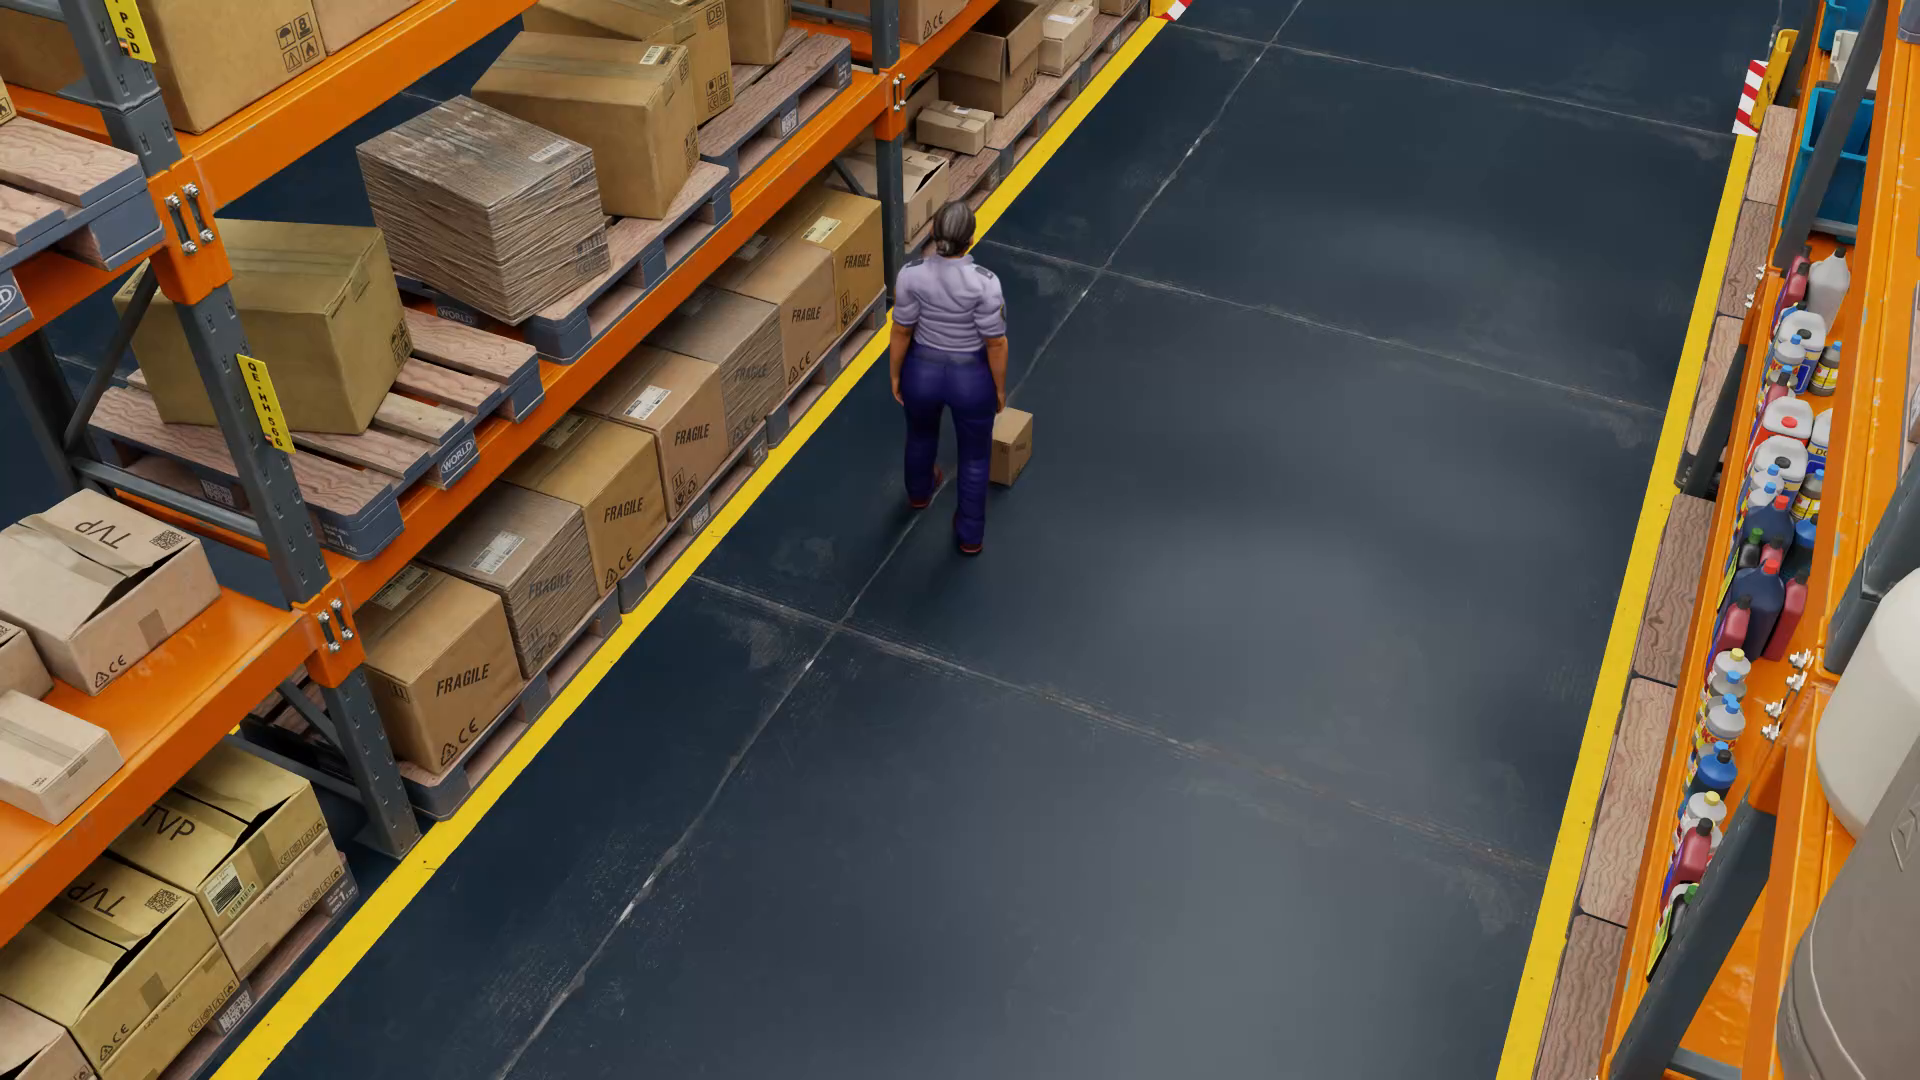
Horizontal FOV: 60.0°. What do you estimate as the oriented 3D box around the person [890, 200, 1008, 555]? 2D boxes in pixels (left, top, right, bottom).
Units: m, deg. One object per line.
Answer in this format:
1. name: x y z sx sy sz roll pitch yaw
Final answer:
1. person: -0.021 -0.726 6.970 0.494 1.629 0.547 8 43 9
